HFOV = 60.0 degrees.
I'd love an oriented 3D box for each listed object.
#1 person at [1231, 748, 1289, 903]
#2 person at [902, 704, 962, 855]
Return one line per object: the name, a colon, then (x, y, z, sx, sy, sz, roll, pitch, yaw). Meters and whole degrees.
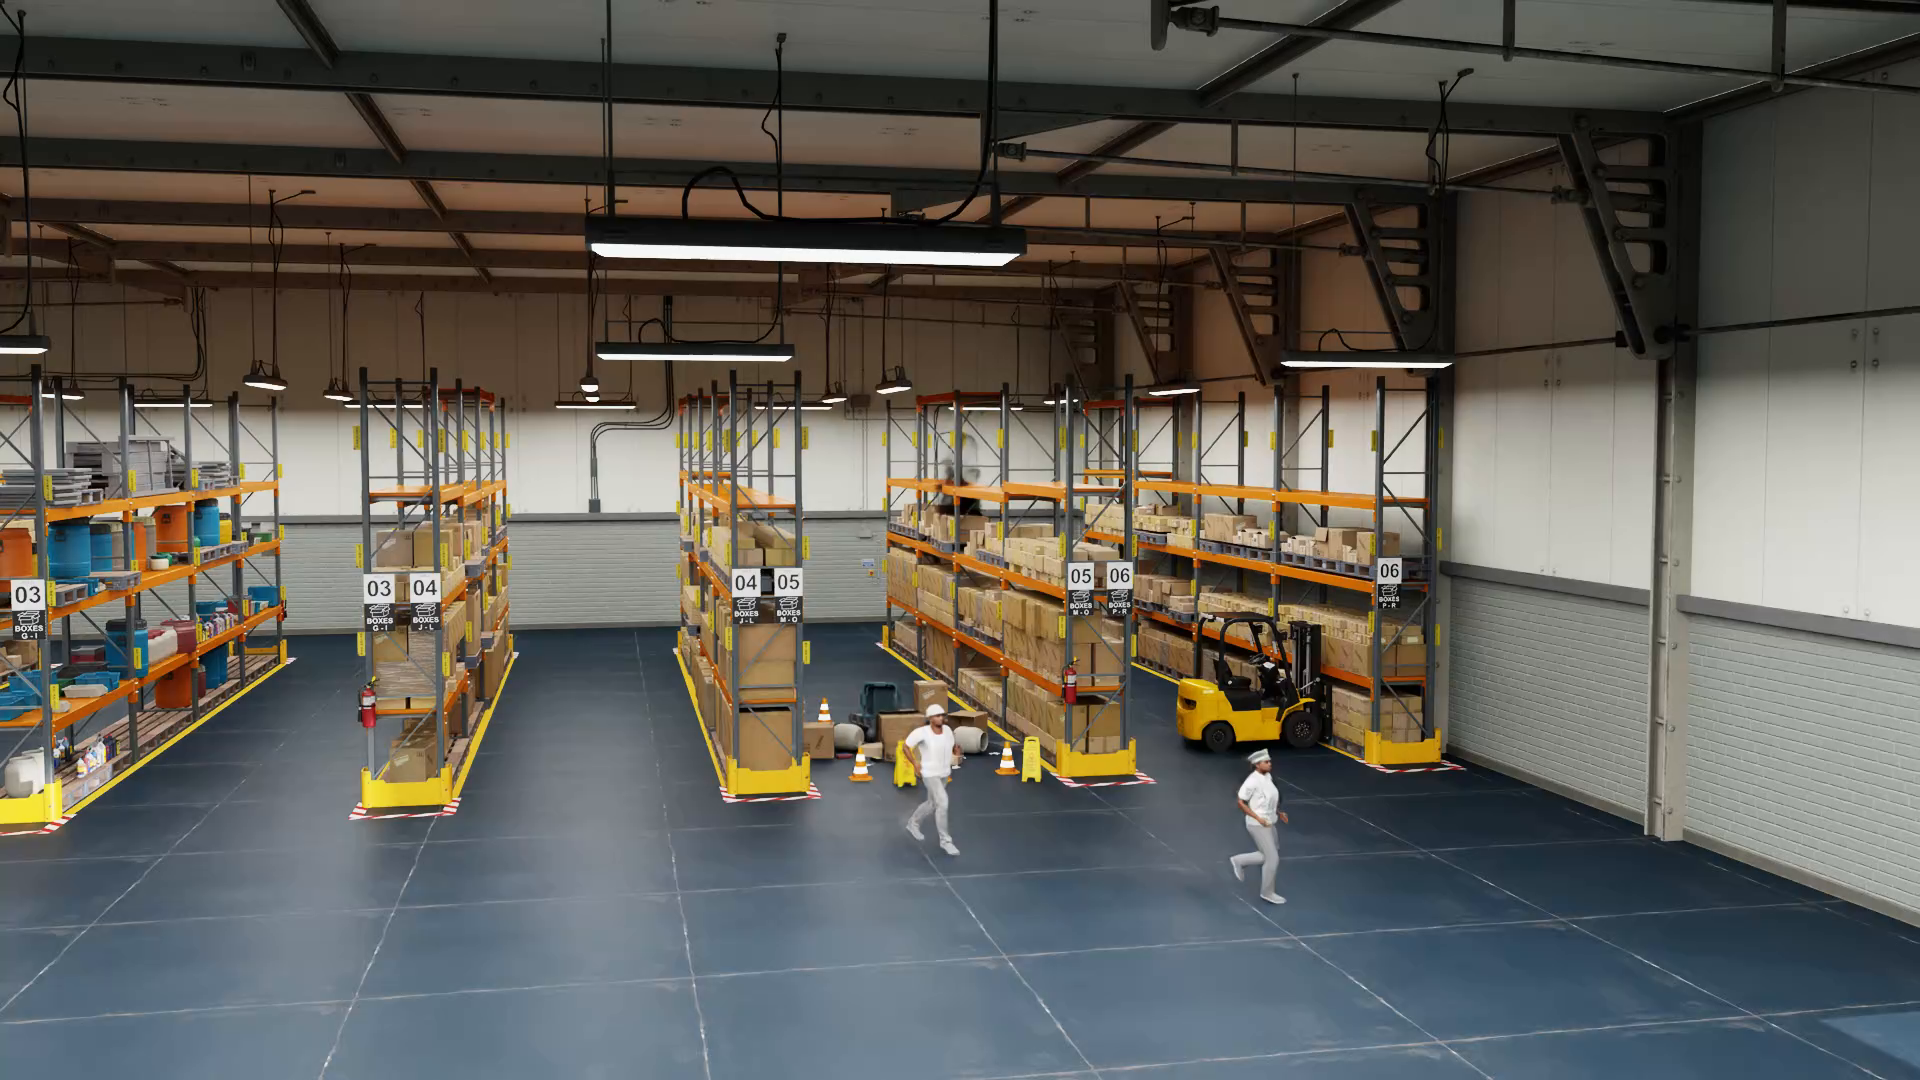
person: (3.245, 3.101, 18.184, 0.686, 1.677, 0.577, 2, 4, 35)
person: (-0.303, 2.899, 20.426, 0.902, 1.798, 0.675, 3, 4, 40)
